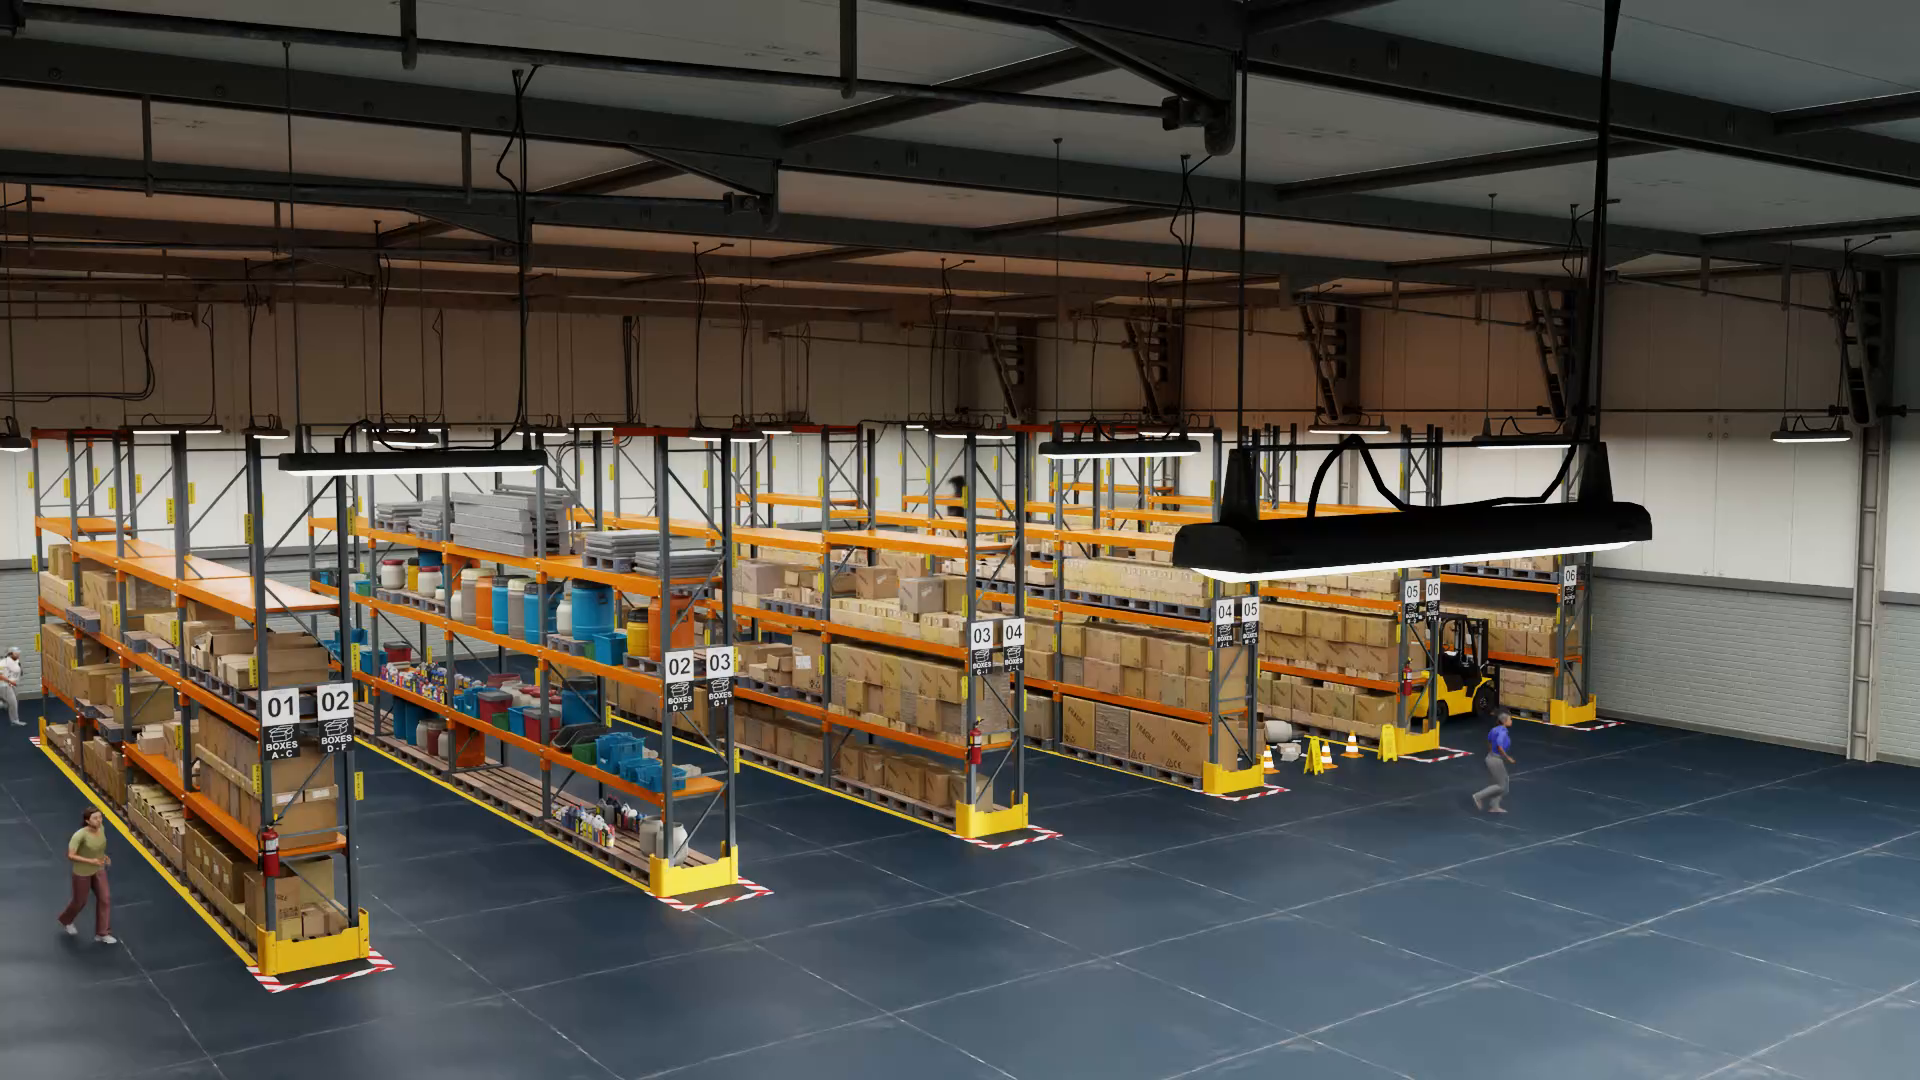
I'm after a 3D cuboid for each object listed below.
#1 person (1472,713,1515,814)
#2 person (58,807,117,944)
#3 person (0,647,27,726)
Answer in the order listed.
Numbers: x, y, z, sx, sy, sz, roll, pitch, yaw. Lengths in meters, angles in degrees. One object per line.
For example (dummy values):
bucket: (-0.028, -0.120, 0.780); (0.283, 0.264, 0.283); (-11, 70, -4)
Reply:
person: (8.351, 3.500, 26.073); (0.643, 1.603, 0.575); (0, 4, 3)
person: (-10.421, 3.960, 19.785); (0.917, 1.636, 0.565); (2, 5, 29)
person: (-19.083, 2.931, 33.195); (0.804, 1.620, 0.599); (0, 4, 2)
